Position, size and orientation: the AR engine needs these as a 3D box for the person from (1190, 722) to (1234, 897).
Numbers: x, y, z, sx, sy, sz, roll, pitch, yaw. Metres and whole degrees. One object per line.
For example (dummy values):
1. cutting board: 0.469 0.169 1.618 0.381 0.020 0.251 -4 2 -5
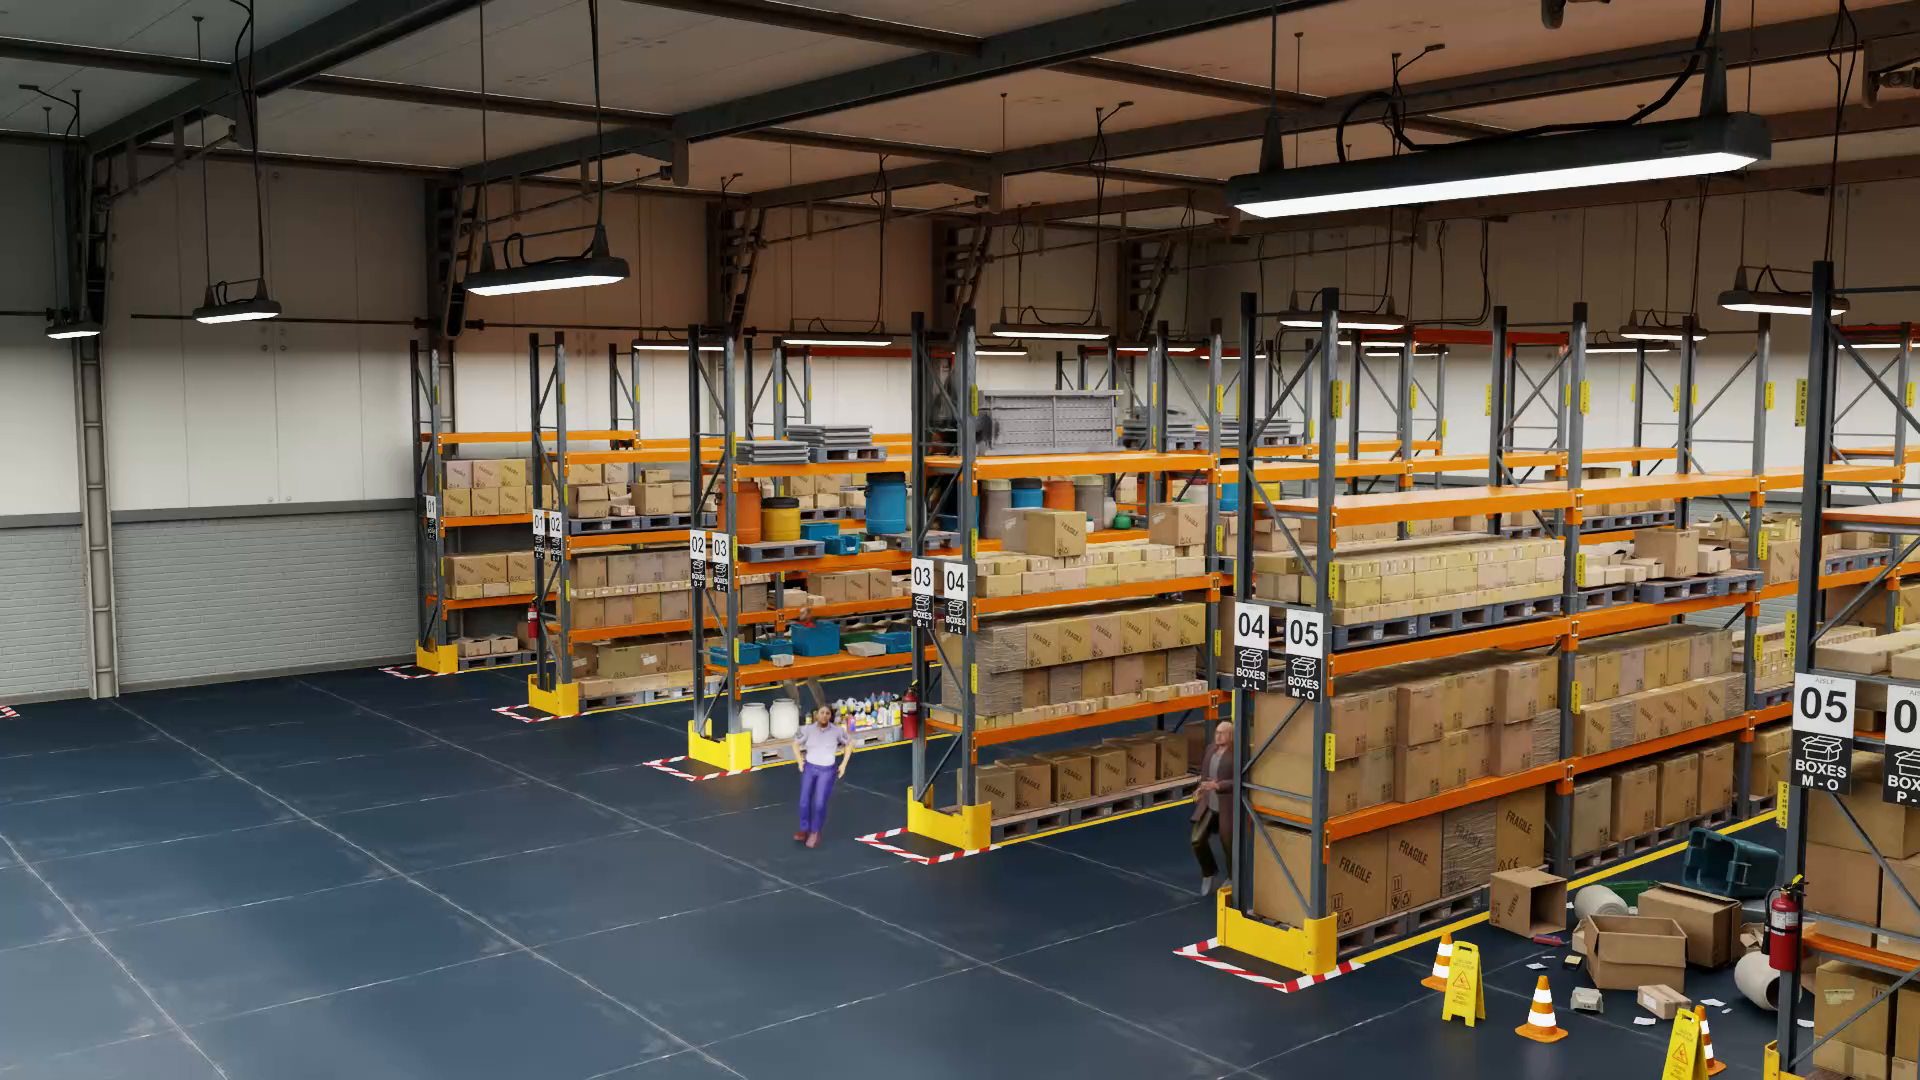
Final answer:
1. person: 2.625 2.730 16.829 0.673 1.800 0.773 4 7 38

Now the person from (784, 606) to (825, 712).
1. person: -2.425 1.922 25.918 0.631 1.798 0.768 4 7 39

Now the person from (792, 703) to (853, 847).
1. person: -1.574 2.644 18.729 0.677 1.630 0.634 1 5 7
